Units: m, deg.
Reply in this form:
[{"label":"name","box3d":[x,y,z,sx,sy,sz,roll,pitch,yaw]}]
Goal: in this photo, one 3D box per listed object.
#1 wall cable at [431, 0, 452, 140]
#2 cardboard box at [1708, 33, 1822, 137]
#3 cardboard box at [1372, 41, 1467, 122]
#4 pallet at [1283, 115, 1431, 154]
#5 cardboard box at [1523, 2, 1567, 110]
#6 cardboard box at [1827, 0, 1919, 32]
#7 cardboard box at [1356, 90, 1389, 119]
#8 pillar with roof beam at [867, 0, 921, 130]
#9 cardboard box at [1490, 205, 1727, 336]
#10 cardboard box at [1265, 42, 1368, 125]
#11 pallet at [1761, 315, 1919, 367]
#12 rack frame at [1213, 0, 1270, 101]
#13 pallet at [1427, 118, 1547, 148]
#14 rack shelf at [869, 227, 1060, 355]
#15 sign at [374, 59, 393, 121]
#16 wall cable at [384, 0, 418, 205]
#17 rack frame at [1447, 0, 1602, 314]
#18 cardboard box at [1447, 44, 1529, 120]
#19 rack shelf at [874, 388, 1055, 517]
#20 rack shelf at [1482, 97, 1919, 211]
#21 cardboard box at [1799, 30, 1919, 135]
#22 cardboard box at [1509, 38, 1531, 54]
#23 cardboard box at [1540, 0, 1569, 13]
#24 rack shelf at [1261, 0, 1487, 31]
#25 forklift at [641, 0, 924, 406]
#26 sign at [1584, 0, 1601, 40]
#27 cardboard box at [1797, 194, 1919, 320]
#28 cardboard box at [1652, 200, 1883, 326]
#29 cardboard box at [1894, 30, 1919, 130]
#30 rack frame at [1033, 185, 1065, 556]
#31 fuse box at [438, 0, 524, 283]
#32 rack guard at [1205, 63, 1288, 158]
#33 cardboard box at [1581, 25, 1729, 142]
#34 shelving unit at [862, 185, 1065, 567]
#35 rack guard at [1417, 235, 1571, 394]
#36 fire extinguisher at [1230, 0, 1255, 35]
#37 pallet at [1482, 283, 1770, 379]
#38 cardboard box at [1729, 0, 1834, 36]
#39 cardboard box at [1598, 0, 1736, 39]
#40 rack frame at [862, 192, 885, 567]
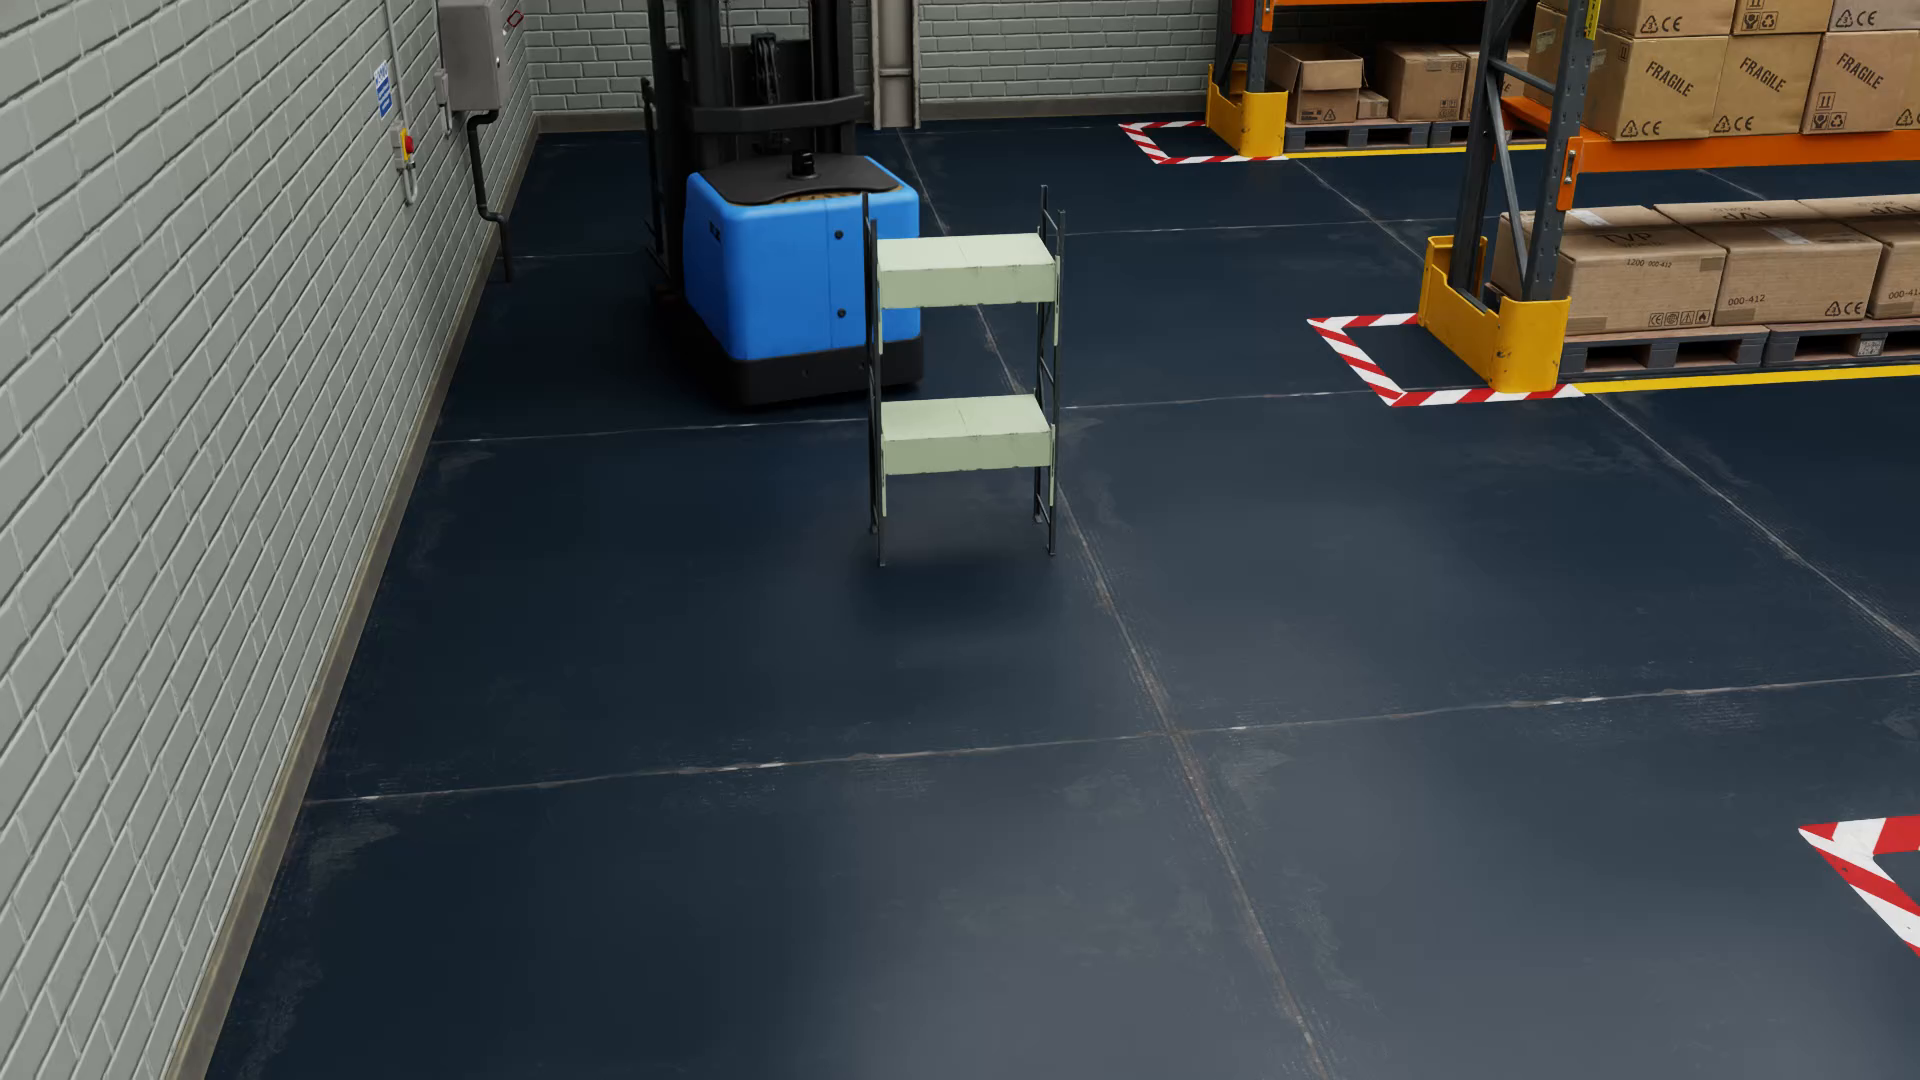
[{"label":"wall cable","box3d":[-2.848,-3.101,8.896,0.122,1.984,0.588,-4,27,-7]},{"label":"cardboard box","box3d":[3.954,-2.368,8.470,0.500,0.500,0.500,-4,27,-8]},{"label":"cardboard box","box3d":[3.717,-3.729,13.511,0.500,0.500,0.700,-3,27,-5]},{"label":"pallet","box3d":[3.111,-3.437,13.718,1.213,0.211,1.003,-4,27,-7]},{"label":"cardboard box","box3d":[3.382,-2.573,8.869,0.500,0.500,0.500,-4,27,-7]},{"label":"cardboard box","box3d":[4.476,-2.842,8.297,0.500,0.500,0.500,-4,27,-8]},{"label":"cardboard box","box3d":[3.291,-3.546,13.538,0.250,0.149,0.380,-5,28,-9]},{"label":"pillar with roof beam","box3d":[0.051,-5.581,8.269,0.400,9.000,9.100,-4,27,-7]},{"label":"cardboard box","box3d":[3.581,-1.512,9.258,0.875,0.438,0.875,-5,28,-9]},{"label":"cardboard box","box3d":[2.865,-3.694,13.438,0.637,0.503,0.797,-5,28,-9]},{"label":"pallet","box3d":[4.928,-1.300,9.552,1.213,0.211,1.003,-4,27,-7]},{"label":"rack frame","box3d":[2.246,-4.622,12.972,0.127,3.000,1.000,-4,27,-7]},{"label":"pallet","box3d":[4.316,-3.513,13.866,1.213,0.211,1.003,-4,27,-7]},{"label":"rack shelf","box3d":[0.007,-1.015,6.730,0.720,0.370,0.431,-4,27,-7]},{"label":"sign","box3d":[-2.693,-2.103,7.768,0.001,0.218,0.327,-4,27,-7]},{"label":"wall cable","box3d":[-2.639,-2.475,7.640,0.123,1.953,0.585,-4,27,-7]},{"label":"rack frame","box3d":[2.942,-2.378,8.599,0.127,3.000,1.000,-4,27,-7]},{"label":"cardboard box","box3d":[4.255,-3.718,13.488,0.500,0.500,0.500,-3,27,-6]},{"label":"rack shelf","box3d":[0.007,-0.378,7.057,0.720,0.370,0.431,-4,27,-7]},{"label":"rack shelf","box3d":[4.922,-2.185,9.011,4.000,0.370,1.077,-4,27,-7]},{"label":"cardboard box","box3d":[4.460,-2.392,8.517,0.500,0.500,0.500,-4,27,-7]},{"label":"cardboard box","box3d":[4.745,-3.795,13.639,0.500,0.500,0.700,-5,28,-9]},{"label":"cardboard box","box3d":[3.386,-3.006,8.618,0.500,0.500,0.500,-3,27,-5]},{"label":"rack shelf","box3d":[4.227,-4.429,13.384,4.000,0.370,1.077,-4,27,-7]},{"label":"forklift","box3d":[-1.200,-2.636,9.177,1.130,2.935,3.031,-10,29,-19]},{"label":"sign","box3d":[3.013,-2.547,7.894,0.005,0.325,0.100,-4,27,-7]},{"label":"cardboard box","box3d":[5.380,-1.631,9.489,0.875,0.438,0.875,-4,27,-9]},{"label":"cardboard box","box3d":[4.486,-1.574,9.379,0.875,0.438,0.875,-3,27,-6]},{"label":"cardboard box","box3d":[4.954,-2.432,8.594,0.500,0.500,0.500,-3,27,-5]},{"label":"rack frame","box3d":[0.369,-0.691,6.954,0.023,1.500,0.400,-4,27,-7]},{"label":"fuse box","box3d":[-2.787,-2.395,10.043,0.414,1.711,0.539,-4,27,-7]},{"label":"rack guard","box3d":[2.322,-3.515,13.552,0.348,0.500,1.175,-4,27,-7]},{"label":"cardboard box","box3d":[3.457,-2.323,8.383,0.500,0.500,0.500,-4,27,-8]},{"label":"shelving unit","box3d":[0.007,-0.668,6.908,0.755,1.500,0.431,-4,27,-7]},{"label":"rack guard","box3d":[2.918,-1.265,9.167,0.348,0.500,1.175,-4,27,-7]},{"label":"fire extinguisher","box3d":[2.165,-4.203,12.649,0.183,0.674,0.296,-4,27,-7]},{"label":"pallet","box3d":[3.723,-1.224,9.404,1.213,0.211,1.003,-4,27,-7]},{"label":"cardboard box","box3d":[3.967,-2.805,8.227,0.500,0.500,0.500,-4,27,-9]},{"label":"cardboard box","box3d":[3.457,-2.769,8.157,0.500,0.500,0.500,-4,27,-8]},{"label":"rack frame","box3d":[-0.356,-0.644,6.863,0.023,1.500,0.400,-4,27,-7]}]
